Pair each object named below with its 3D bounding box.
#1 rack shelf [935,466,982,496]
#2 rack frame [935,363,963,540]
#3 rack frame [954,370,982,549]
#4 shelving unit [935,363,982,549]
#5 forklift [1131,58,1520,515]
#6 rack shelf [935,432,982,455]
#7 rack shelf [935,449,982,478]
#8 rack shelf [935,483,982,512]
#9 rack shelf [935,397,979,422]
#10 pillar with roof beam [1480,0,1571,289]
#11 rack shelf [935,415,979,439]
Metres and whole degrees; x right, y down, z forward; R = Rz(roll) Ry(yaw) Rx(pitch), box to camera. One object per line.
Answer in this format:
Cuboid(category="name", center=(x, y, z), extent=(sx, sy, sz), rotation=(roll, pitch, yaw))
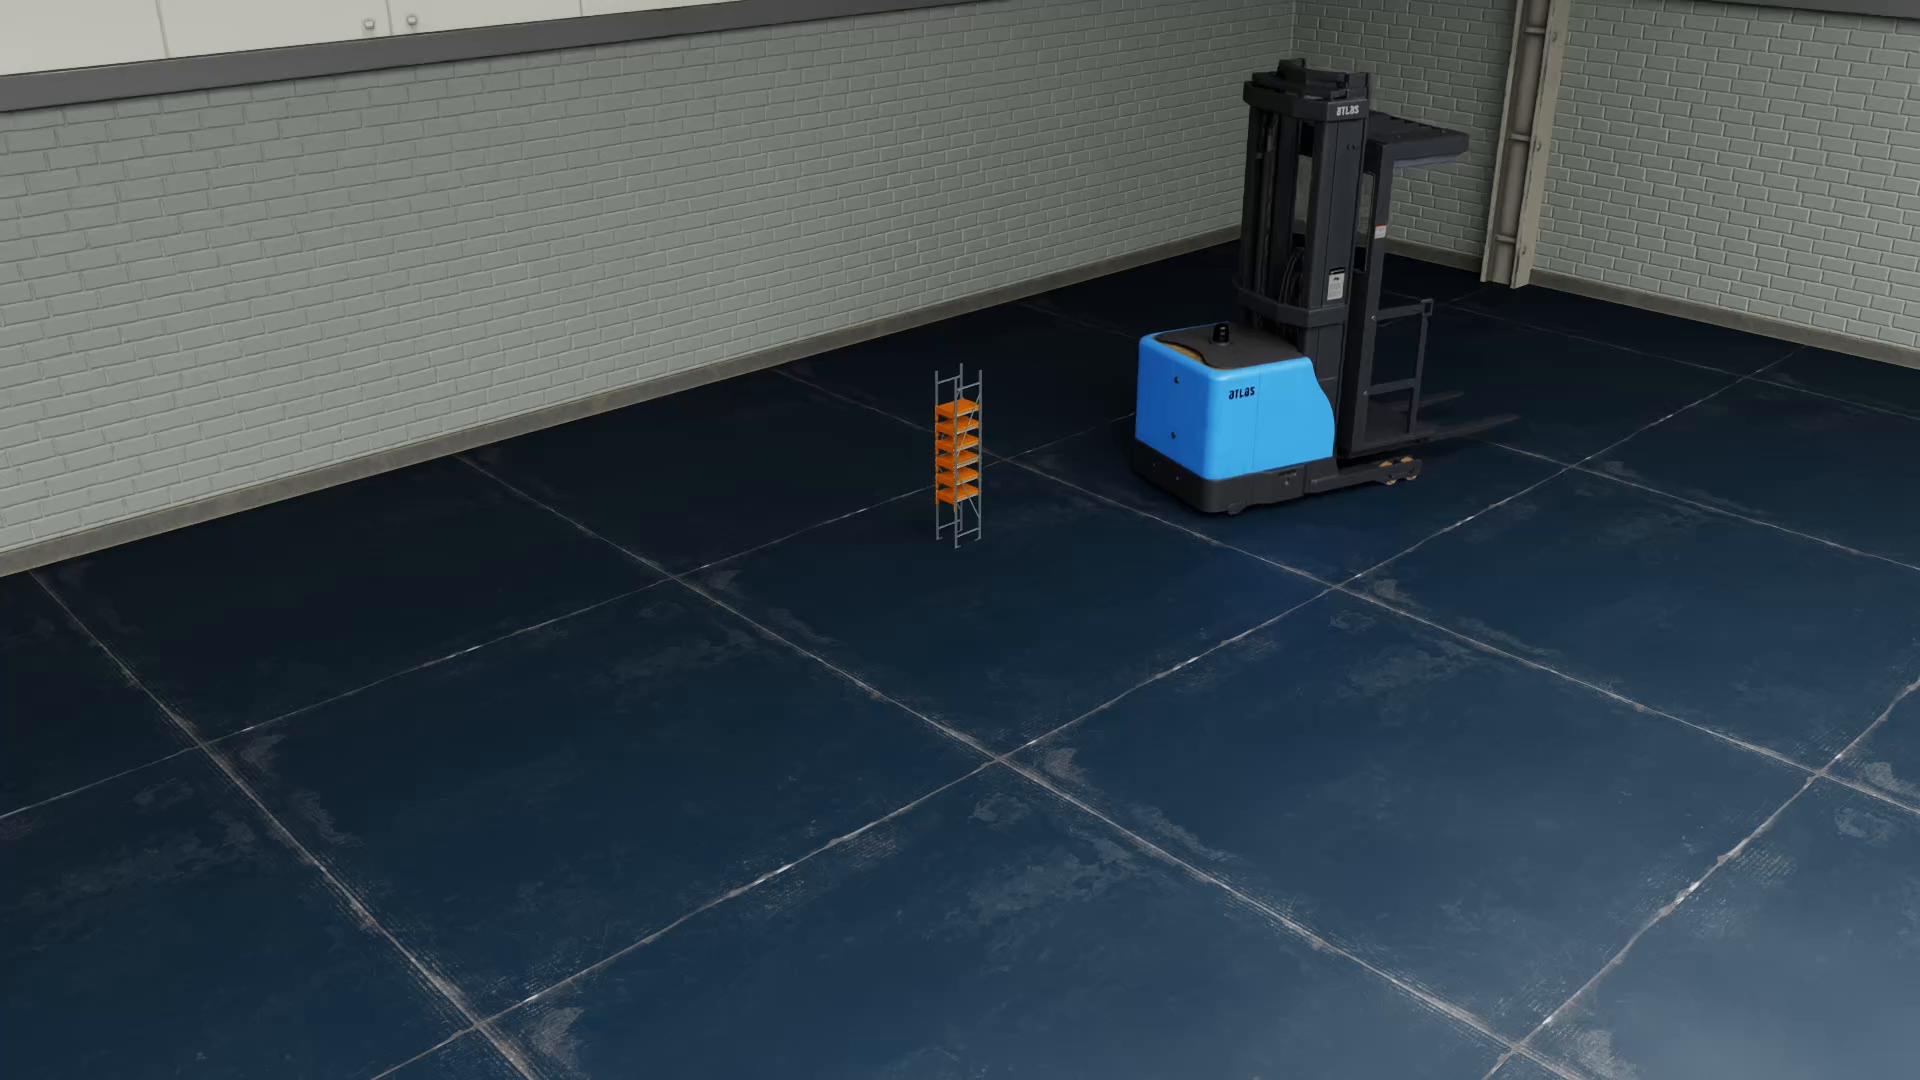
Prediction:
Cuboid(category="rack shelf", center=(-0.010, -0.401, 11.079), extent=(0.258, 0.103, 0.180), rotation=(-21, 32, -38))
Cuboid(category="rack frame", center=(-0.072, -0.578, 11.071), extent=(0.240, 1.200, 0.006), rotation=(-21, 32, -38))
Cuboid(category="rack frame", center=(0.053, -0.523, 10.950), extent=(0.240, 1.200, 0.006), rotation=(-21, 32, -38))
Cuboid(category="shelving unit", center=(-0.010, -0.550, 11.011), extent=(0.258, 1.200, 0.189), rotation=(-21, 32, -38))
Cuboid(category="forklift", center=(2.814, -1.918, 11.923), extent=(3.031, 2.935, 1.130), rotation=(-12, 27, -24))
Cuboid(category="rack shelf", center=(-0.010, -0.619, 10.979), extent=(0.258, 0.103, 0.180), rotation=(-21, 32, -38))
Cuboid(category="rack shelf", center=(-0.010, -0.510, 11.029), extent=(0.258, 0.103, 0.180), rotation=(-21, 32, -38))
Cuboid(category="rack shelf", center=(-0.010, -0.291, 11.129), extent=(0.258, 0.103, 0.180), rotation=(-21, 32, -38))
Cuboid(category="rack shelf", center=(-0.010, -0.837, 10.880), extent=(0.258, 0.103, 0.180), rotation=(-21, 32, -38))
Cuboid(category="pillar with roof beam", center=(2.442, -5.519, 12.505), extent=(9.100, 9.000, 0.400), rotation=(-21, 32, -38))
Cuboid(category="rack shelf", center=(-0.010, -0.728, 10.929), extent=(0.258, 0.103, 0.180), rotation=(-21, 32, -38))
